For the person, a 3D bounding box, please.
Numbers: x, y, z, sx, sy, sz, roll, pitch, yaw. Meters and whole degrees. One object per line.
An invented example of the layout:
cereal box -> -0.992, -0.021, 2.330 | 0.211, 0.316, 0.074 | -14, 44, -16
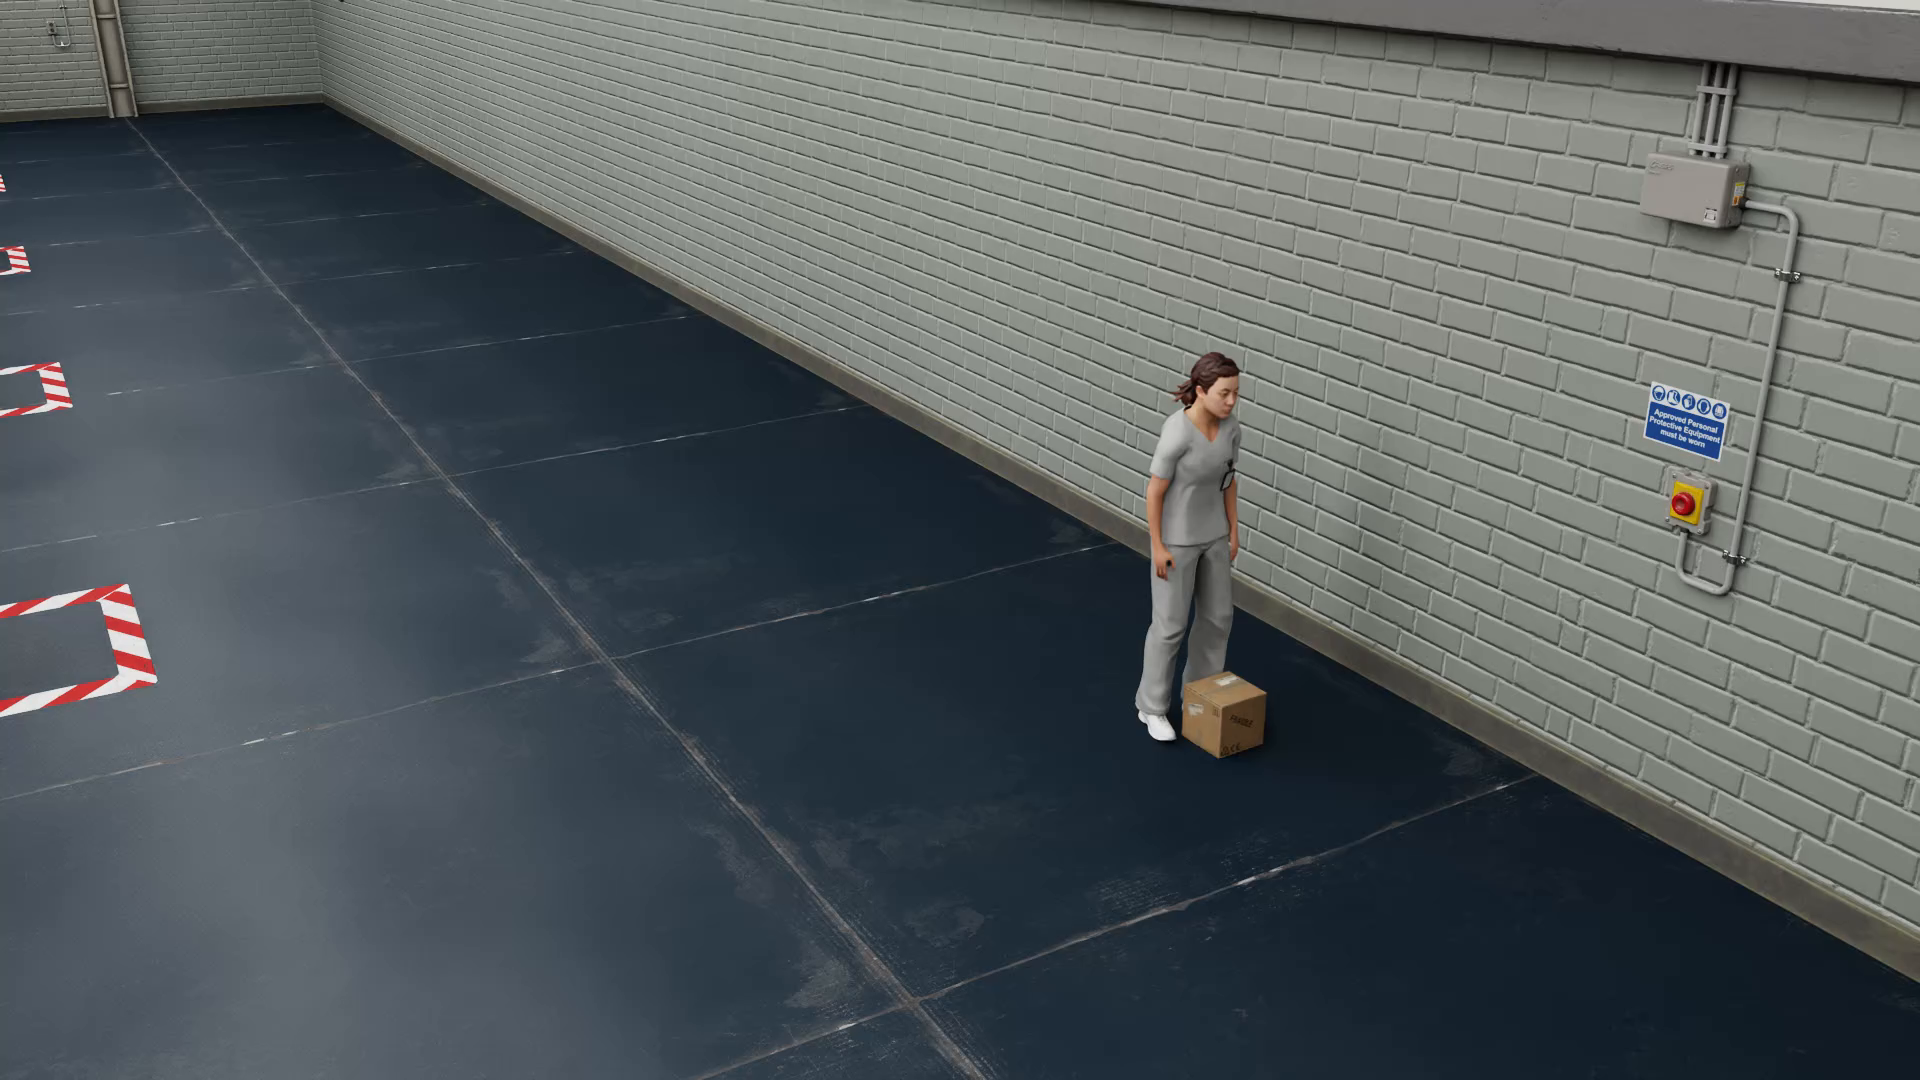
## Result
person -> 1.008, 0.019, 7.044 | 0.494, 1.672, 0.415 | -14, 26, -30
